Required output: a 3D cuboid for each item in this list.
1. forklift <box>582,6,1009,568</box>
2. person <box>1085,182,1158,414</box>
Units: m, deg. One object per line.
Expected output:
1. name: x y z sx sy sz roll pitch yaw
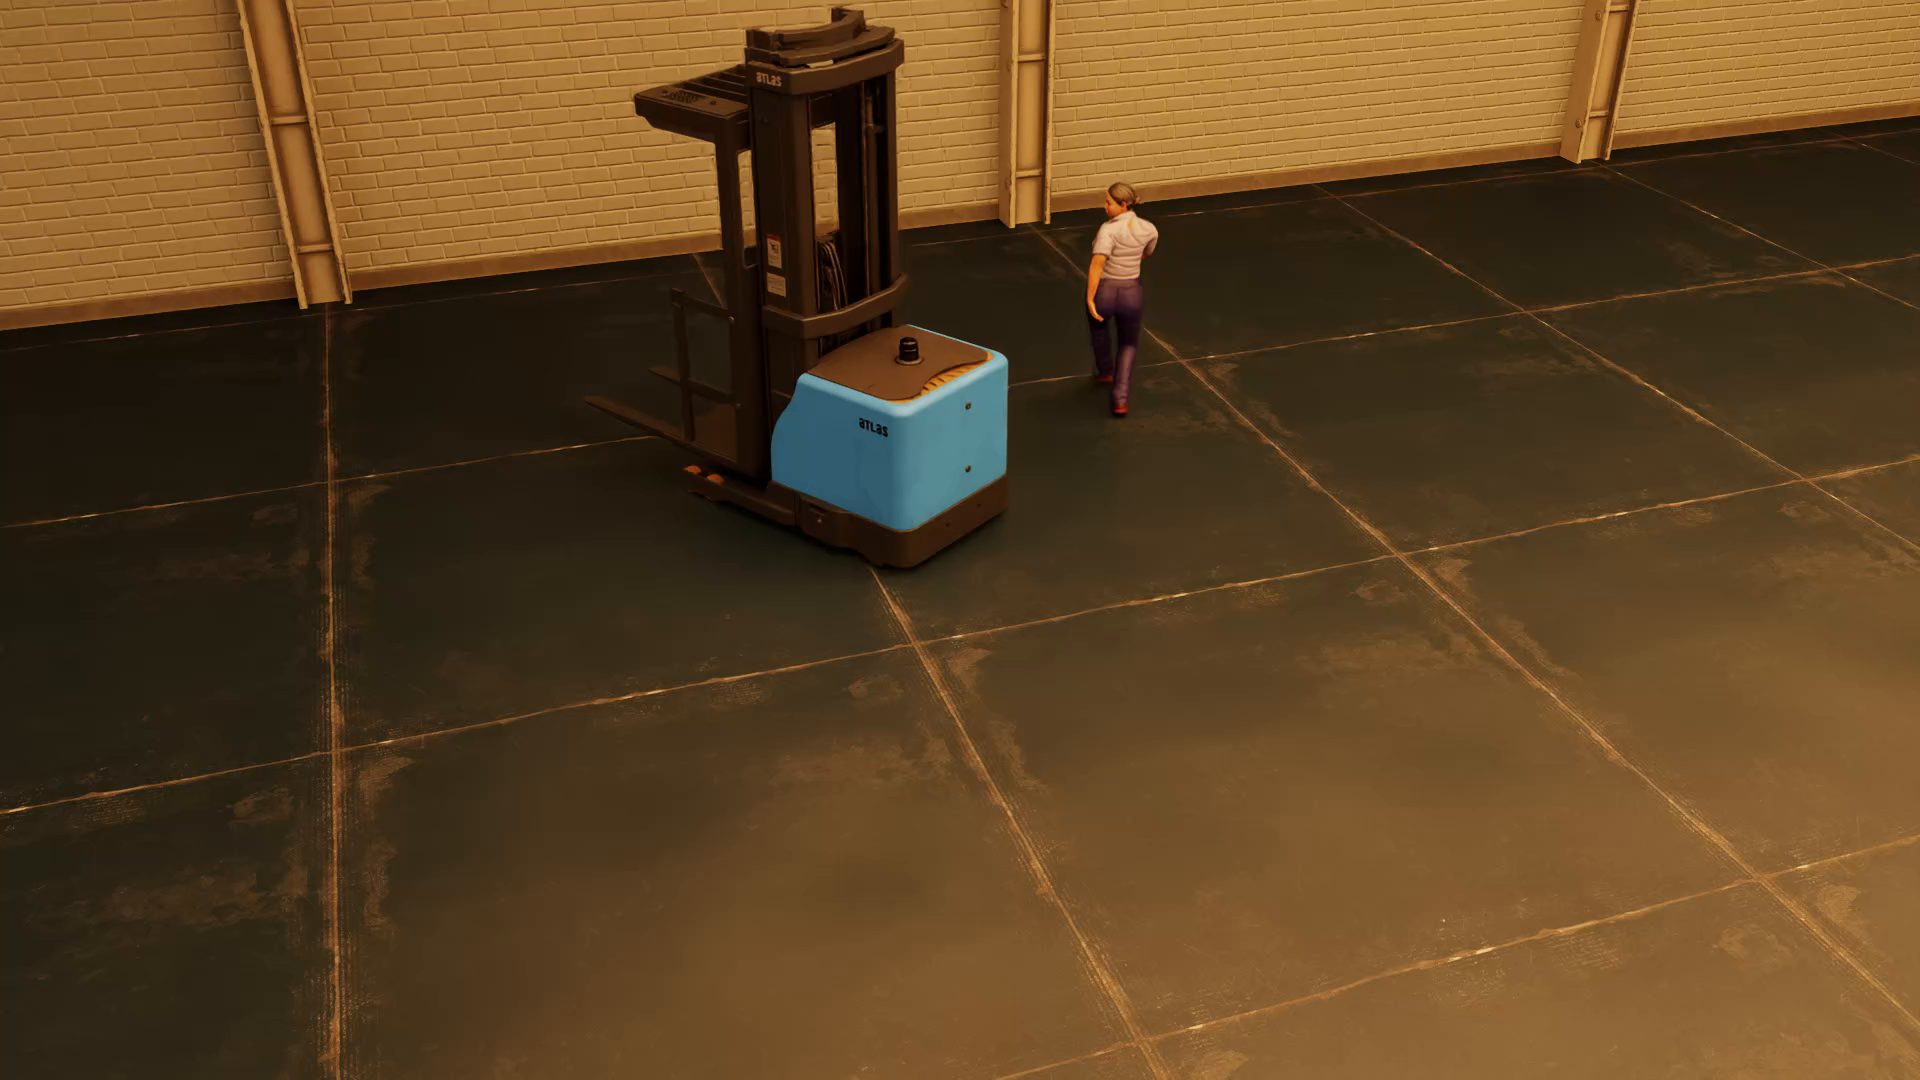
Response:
1. forklift: -1.169 -1.700 10.041 3.031 2.935 1.130 22 36 33
2. person: 1.083 -1.666 11.398 0.505 1.591 0.891 -1 30 -1
